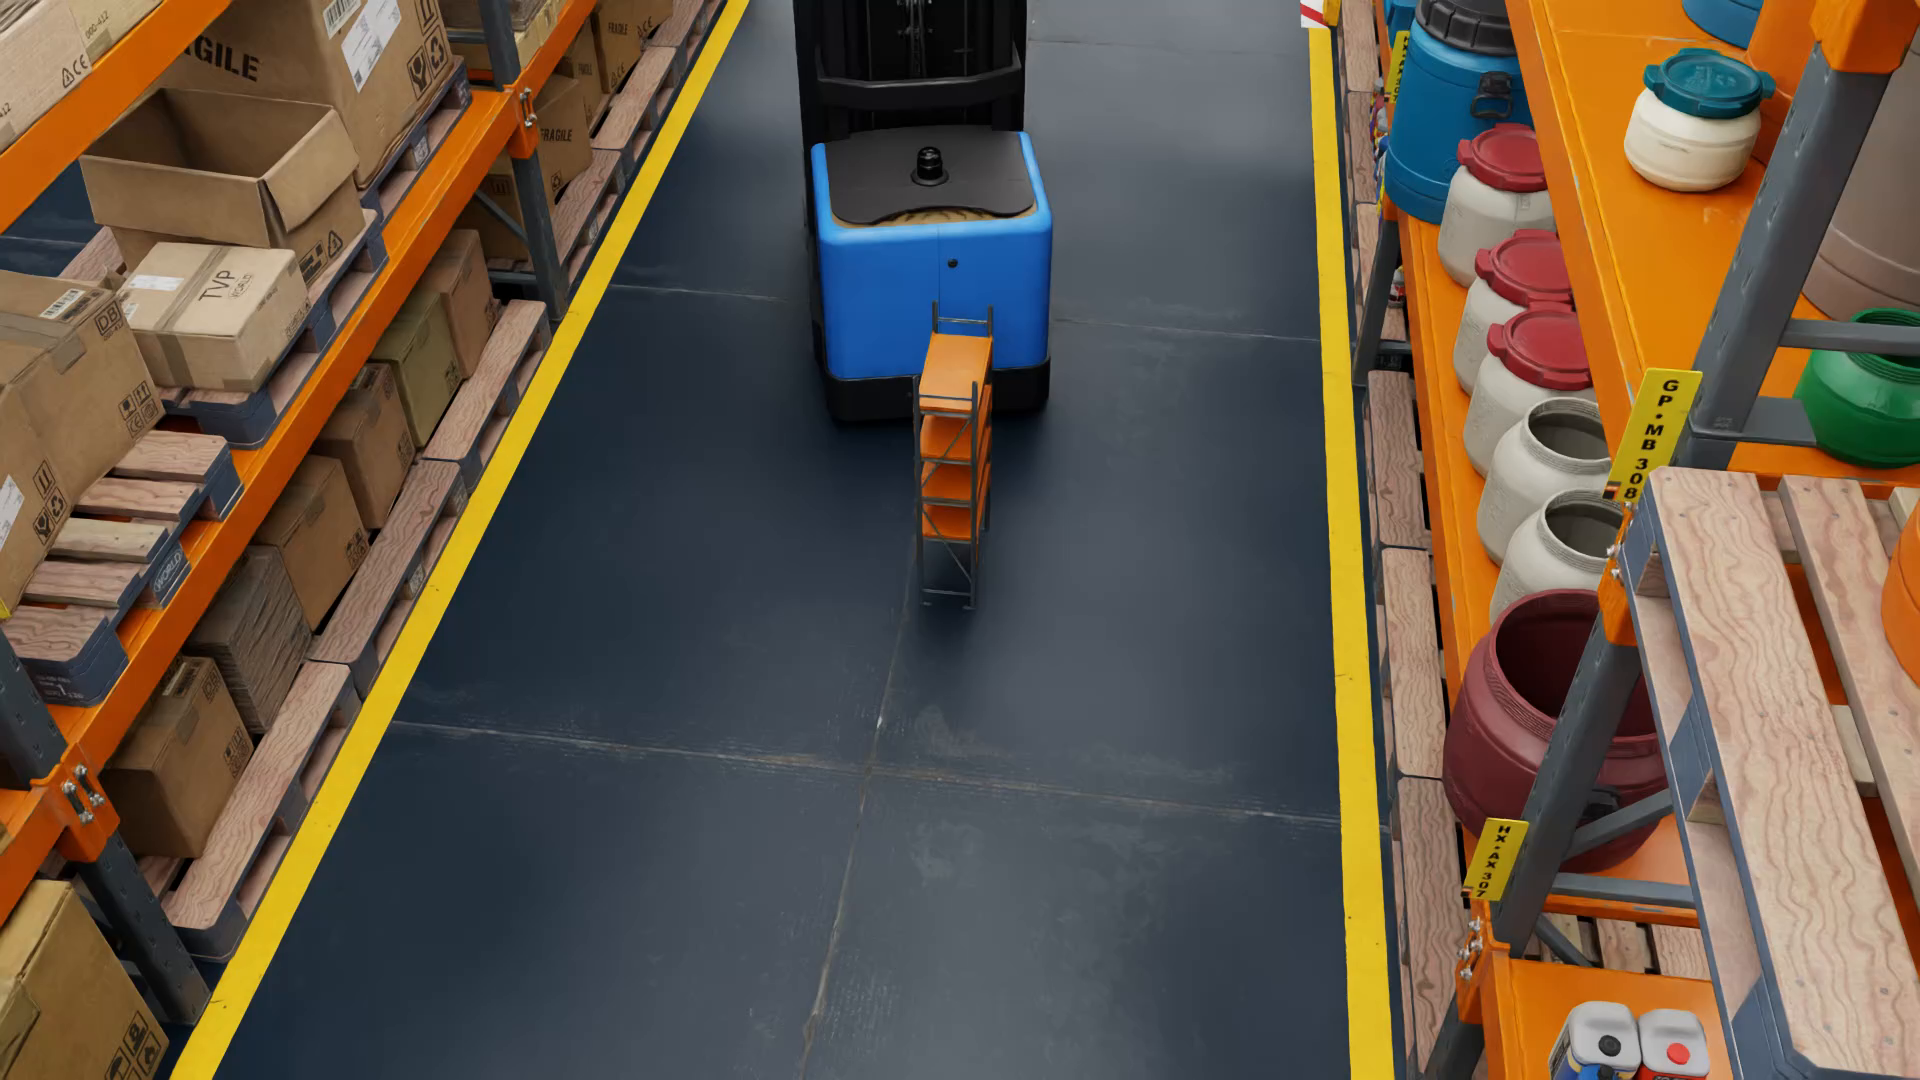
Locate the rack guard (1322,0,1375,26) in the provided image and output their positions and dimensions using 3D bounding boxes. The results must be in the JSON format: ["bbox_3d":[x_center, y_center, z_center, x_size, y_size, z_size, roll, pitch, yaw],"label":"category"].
[{"bbox_3d":[2.966,-3.588,10.698,1.175,0.500,0.348,5,44,6],"label":"rack guard"}]

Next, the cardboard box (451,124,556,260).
[{"bbox_3d":[-2.416,-1.790,8.493,0.500,0.500,0.500,4,44,4],"label":"cardboard box"}]

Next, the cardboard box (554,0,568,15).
[{"bbox_3d":[-2.131,-2.646,8.068,0.380,0.149,0.250,5,44,6],"label":"cardboard box"}]

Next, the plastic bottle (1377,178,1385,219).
[{"bbox_3d":[2.268,-1.840,8.640,0.144,0.351,0.185,5,44,5],"label":"plastic bottle"}]

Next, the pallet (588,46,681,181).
[{"bbox_3d":[-2.296,-2.558,9.820,1.003,0.211,1.213,5,44,6],"label":"pallet"}]

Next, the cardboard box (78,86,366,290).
[{"bbox_3d":[-2.647,-1.276,6.058,0.797,0.503,0.637,9,44,10],"label":"cardboard box"}]

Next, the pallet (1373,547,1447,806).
[{"bbox_3d":[2.176,0.559,6.528,1.003,0.211,1.213,5,44,6],"label":"pallet"}]

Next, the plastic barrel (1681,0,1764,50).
[{"bbox_3d":[2.376,-1.839,4.487,0.600,0.901,0.708,5,44,6],"label":"plastic barrel"}]

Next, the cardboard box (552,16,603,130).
[{"bbox_3d":[-2.344,-2.611,9.361,0.500,0.500,0.500,2,43,2],"label":"cardboard box"}]

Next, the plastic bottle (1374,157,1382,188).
[{"bbox_3d":[2.282,-1.979,8.896,0.097,0.201,0.097,0,43,0],"label":"plastic bottle"}]

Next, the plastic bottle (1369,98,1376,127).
[{"bbox_3d":[2.367,-2.418,9.359,0.097,0.201,0.097,0,43,0],"label":"plastic bottle"}]

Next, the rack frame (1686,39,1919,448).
[{"bbox_3d":[1.872,-1.278,2.077,1.000,3.000,0.127,5,44,6],"label":"rack frame"}]

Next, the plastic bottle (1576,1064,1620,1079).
[{"bbox_3d":[1.452,1.289,3.823,0.097,0.271,0.097,0,43,0],"label":"plastic bottle"}]

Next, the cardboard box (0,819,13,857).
[{"bbox_3d":[-2.857,0.773,4.202,0.500,0.500,0.500,6,44,7],"label":"cardboard box"}]

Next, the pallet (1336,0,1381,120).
[{"bbox_3d":[2.853,-2.930,10.213,1.003,0.211,1.213,5,44,6],"label":"pallet"}]

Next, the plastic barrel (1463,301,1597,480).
[{"bbox_3d":[1.902,-0.448,5.465,0.433,0.535,0.433,0,43,0],"label":"plastic barrel"}]

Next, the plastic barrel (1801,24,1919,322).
[{"bbox_3d":[2.195,-0.911,3.506,0.600,0.901,0.600,0,43,0],"label":"plastic barrel"}]

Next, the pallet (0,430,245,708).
[{"bbox_3d":[-3.049,0.024,5.204,1.213,0.211,1.003,5,44,6],"label":"pallet"}]

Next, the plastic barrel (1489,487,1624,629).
[{"bbox_3d":[1.796,0.139,4.862,0.421,0.512,0.421,0,43,0],"label":"plastic barrel"}]

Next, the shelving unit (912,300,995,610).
[{"bbox_3d":[-0.022,-0.323,6.741,0.258,1.200,0.503,5,44,6],"label":"shelving unit"}]

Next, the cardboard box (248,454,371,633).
[{"bbox_3d":[-2.840,-0.027,6.617,0.700,0.500,0.500,9,44,9],"label":"cardboard box"}]

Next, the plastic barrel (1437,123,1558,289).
[{"bbox_3d":[2.057,-1.243,6.304,0.433,0.535,0.433,0,43,0],"label":"plastic barrel"}]

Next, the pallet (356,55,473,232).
[{"bbox_3d":[-2.754,-1.699,7.024,1.003,0.211,1.213,5,44,6],"label":"pallet"}]

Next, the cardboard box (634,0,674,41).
[{"bbox_3d":[-2.124,-3.412,10.207,0.500,0.500,0.500,16,46,16],"label":"cardboard box"}]

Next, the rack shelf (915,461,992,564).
[{"bbox_3d":[-0.022,-0.130,6.923,0.258,0.148,0.480,5,44,6],"label":"rack shelf"}]

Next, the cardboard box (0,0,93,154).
[{"bbox_3d":[-2.655,-1.232,4.319,0.500,0.250,0.500,6,44,7],"label":"cardboard box"}]

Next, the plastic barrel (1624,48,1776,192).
[{"bbox_3d":[1.808,-1.027,4.094,0.301,0.262,0.301,0,43,0],"label":"plastic barrel"}]

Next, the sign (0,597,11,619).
[{"bbox_3d":[-2.487,0.078,4.166,0.100,0.325,0.005,5,44,6],"label":"sign"}]

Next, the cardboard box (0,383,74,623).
[{"bbox_3d":[-3.006,-0.110,4.829,0.500,0.500,0.500,0,43,0],"label":"cardboard box"}]

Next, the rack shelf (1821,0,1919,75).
[{"bbox_3d":[1.607,0.491,1.022,1.077,0.370,4.000,5,44,6],"label":"rack shelf"}]

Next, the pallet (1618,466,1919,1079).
[{"bbox_3d":[1.674,0.392,2.632,1.003,0.211,1.213,5,44,6],"label":"pallet"}]

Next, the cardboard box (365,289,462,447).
[{"bbox_3d":[-2.693,-0.788,7.421,0.700,0.500,0.500,5,44,5],"label":"cardboard box"}]

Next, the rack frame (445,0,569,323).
[{"bbox_3d":[-2.509,-2.276,7.494,1.000,3.000,0.127,5,44,6],"label":"rack frame"}]

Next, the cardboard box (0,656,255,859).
[{"bbox_3d":[-2.969,0.740,5.807,0.700,0.500,0.500,3,44,3],"label":"cardboard box"}]

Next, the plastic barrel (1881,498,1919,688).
[{"bbox_3d":[1.794,-0.111,2.408,0.600,0.830,0.708,5,44,6],"label":"plastic barrel"}]

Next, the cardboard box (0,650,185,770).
[{"bbox_3d":[-2.979,0.466,5.551,0.500,0.250,0.500,7,44,7],"label":"cardboard box"}]

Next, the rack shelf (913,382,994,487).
[{"bbox_3d":[-0.022,-0.436,6.633,0.258,0.148,0.480,5,44,6],"label":"rack shelf"}]

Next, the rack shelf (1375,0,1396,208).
[{"bbox_3d":[2.665,-2.928,8.706,1.077,0.370,4.000,5,44,6],"label":"rack shelf"}]

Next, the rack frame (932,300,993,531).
[{"bbox_3d":[0.010,-0.489,6.916,0.240,1.200,0.015,5,44,6],"label":"rack frame"}]

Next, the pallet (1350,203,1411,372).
[{"bbox_3d":[2.531,-1.267,8.457,1.003,0.211,1.213,5,44,6],"label":"pallet"}]

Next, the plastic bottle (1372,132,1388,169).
[{"bbox_3d":[2.309,-2.119,9.044,0.097,0.201,0.097,0,43,0],"label":"plastic bottle"}]

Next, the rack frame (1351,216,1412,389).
[{"bbox_3d":[2.401,-1.826,7.019,1.000,3.000,0.127,5,44,6],"label":"rack frame"}]

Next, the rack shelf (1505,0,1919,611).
[{"bbox_3d":[2.136,-1.291,4.795,1.077,0.370,4.000,5,44,6],"label":"rack shelf"}]

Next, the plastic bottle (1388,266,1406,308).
[{"bbox_3d":[2.140,-1.245,8.121,0.097,0.201,0.097,0,43,0],"label":"plastic bottle"}]

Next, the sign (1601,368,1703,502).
[{"bbox_3d":[1.325,-0.196,3.192,0.100,0.325,0.005,5,44,6],"label":"sign"}]

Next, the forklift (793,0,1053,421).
[{"bbox_3d":[-0.260,-2.634,7.922,1.130,2.935,3.031,-4,44,-5],"label":"forklift"}]

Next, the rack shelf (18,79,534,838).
[{"bbox_3d":[-2.773,-0.652,6.302,1.077,0.370,4.000,5,44,6],"label":"rack shelf"}]

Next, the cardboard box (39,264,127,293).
[{"bbox_3d":[-3.085,-0.815,5.743,0.396,0.266,0.258,4,44,4],"label":"cardboard box"}]

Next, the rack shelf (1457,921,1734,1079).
[{"bbox_3d":[1.607,2.525,2.947,1.077,0.370,4.000,5,44,6],"label":"rack shelf"}]

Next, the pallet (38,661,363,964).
[{"bbox_3d":[-2.933,0.930,6.136,1.003,0.211,1.213,5,44,6],"label":"pallet"}]

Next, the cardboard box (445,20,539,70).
[{"bbox_3d":[-2.182,-2.304,7.706,0.380,0.149,0.250,5,44,6],"label":"cardboard box"}]

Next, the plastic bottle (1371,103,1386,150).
[{"bbox_3d":[2.335,-2.280,9.163,0.097,0.271,0.097,0,43,0],"label":"plastic bottle"}]
